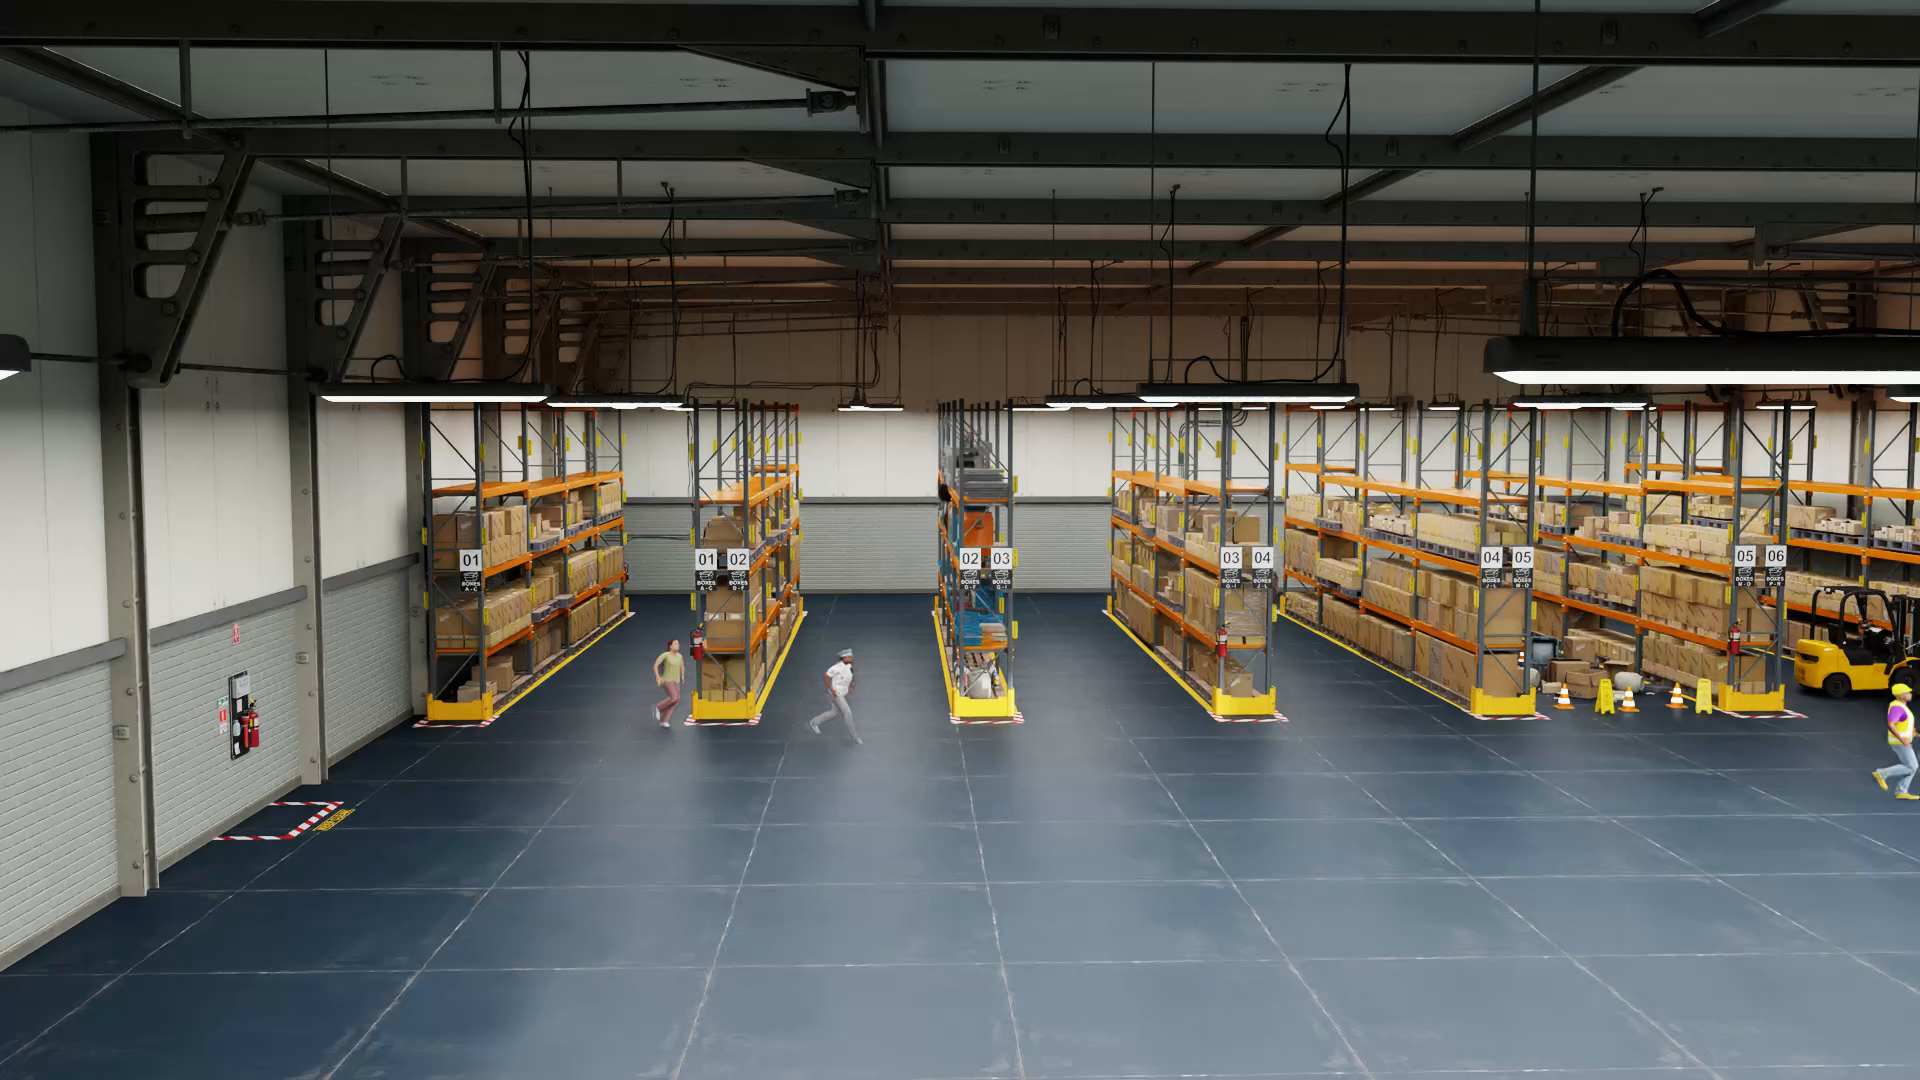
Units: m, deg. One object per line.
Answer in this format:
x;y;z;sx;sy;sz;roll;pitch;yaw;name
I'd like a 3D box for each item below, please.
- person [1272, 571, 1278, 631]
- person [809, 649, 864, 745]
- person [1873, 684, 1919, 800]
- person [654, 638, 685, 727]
8.134;1.512;44.070;0.710;1.701;1.054;0;4;-5;person
-2.148;2.709;28.928;1.041;1.684;0.580;2;5;21;person
13.931;2.988;24.699;0.618;1.724;0.718;2;5;28;person
-5.263;2.605;30.517;0.525;1.595;0.614;4;6;43;person
